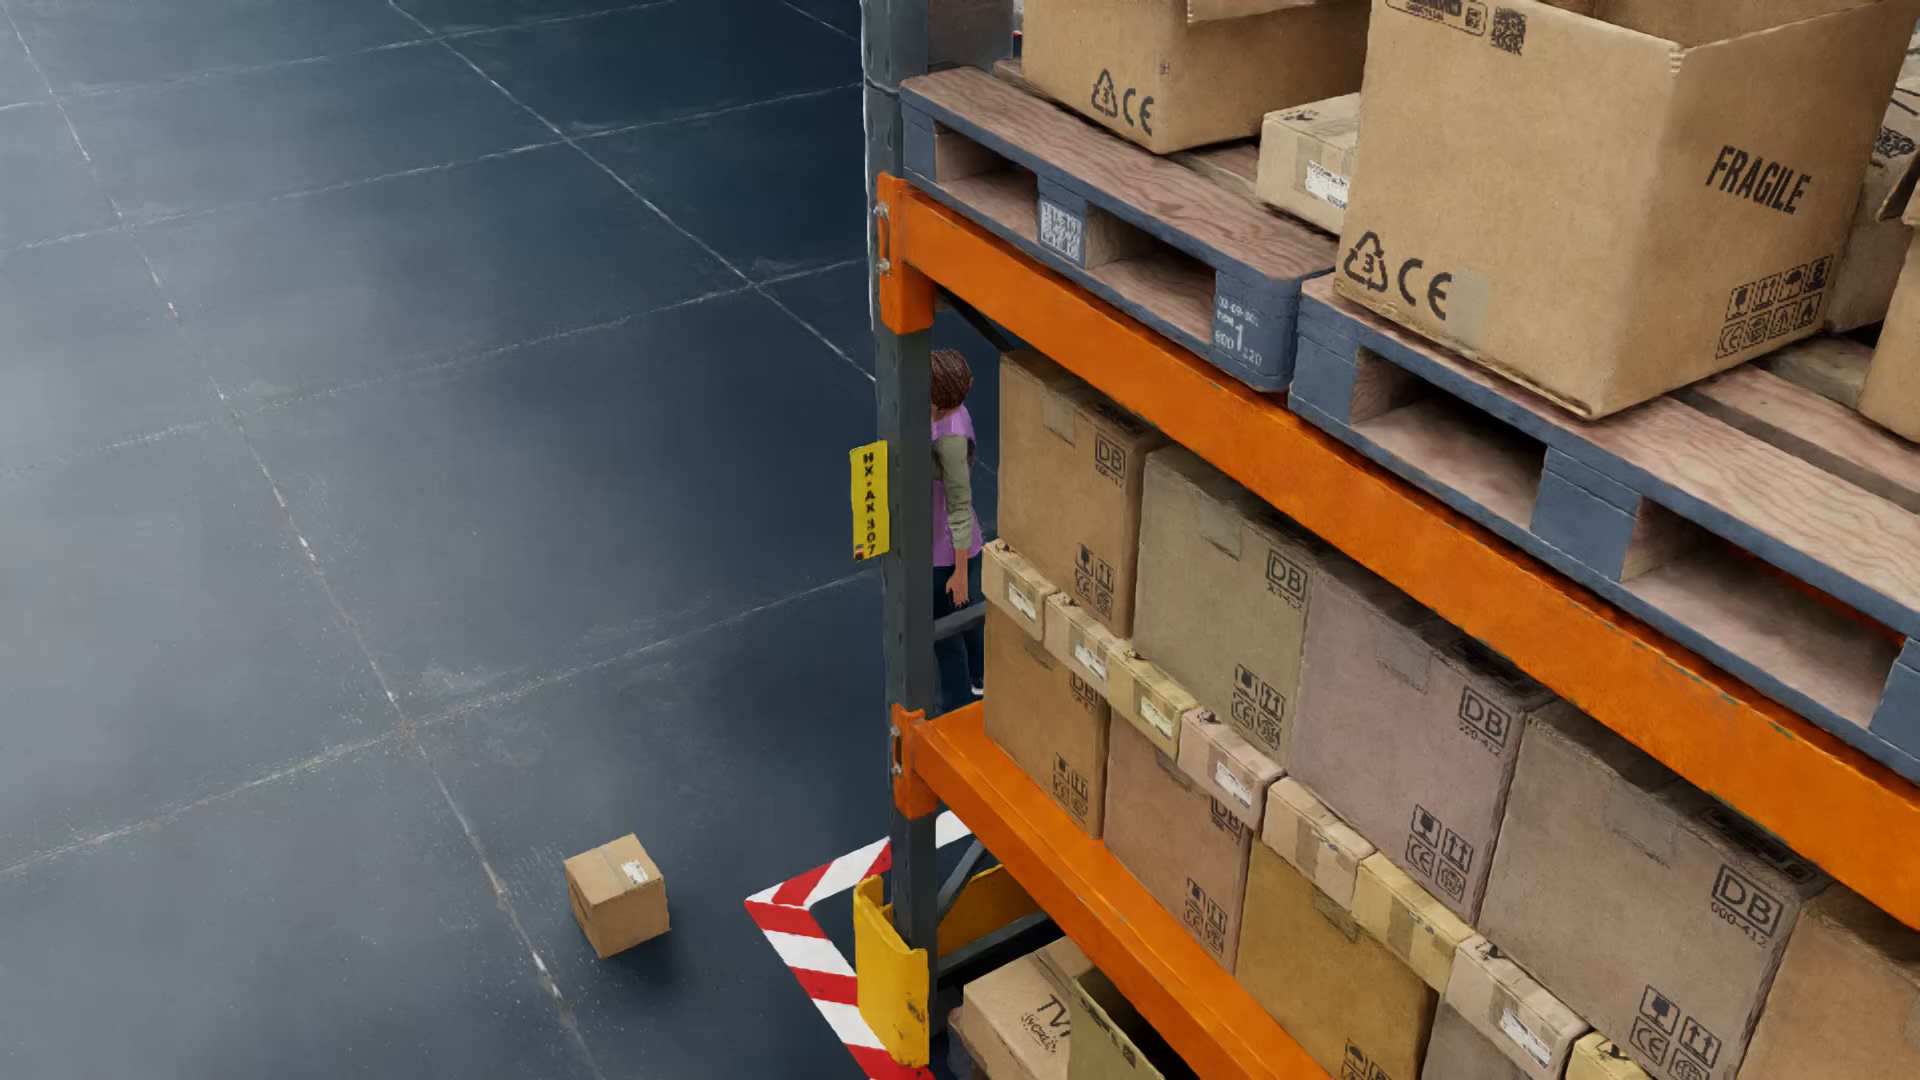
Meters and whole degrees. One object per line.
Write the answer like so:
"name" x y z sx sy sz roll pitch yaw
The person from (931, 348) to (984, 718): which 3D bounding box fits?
"person" -0.046 0.002 6.118 0.374 1.597 0.575 -3 33 -5
